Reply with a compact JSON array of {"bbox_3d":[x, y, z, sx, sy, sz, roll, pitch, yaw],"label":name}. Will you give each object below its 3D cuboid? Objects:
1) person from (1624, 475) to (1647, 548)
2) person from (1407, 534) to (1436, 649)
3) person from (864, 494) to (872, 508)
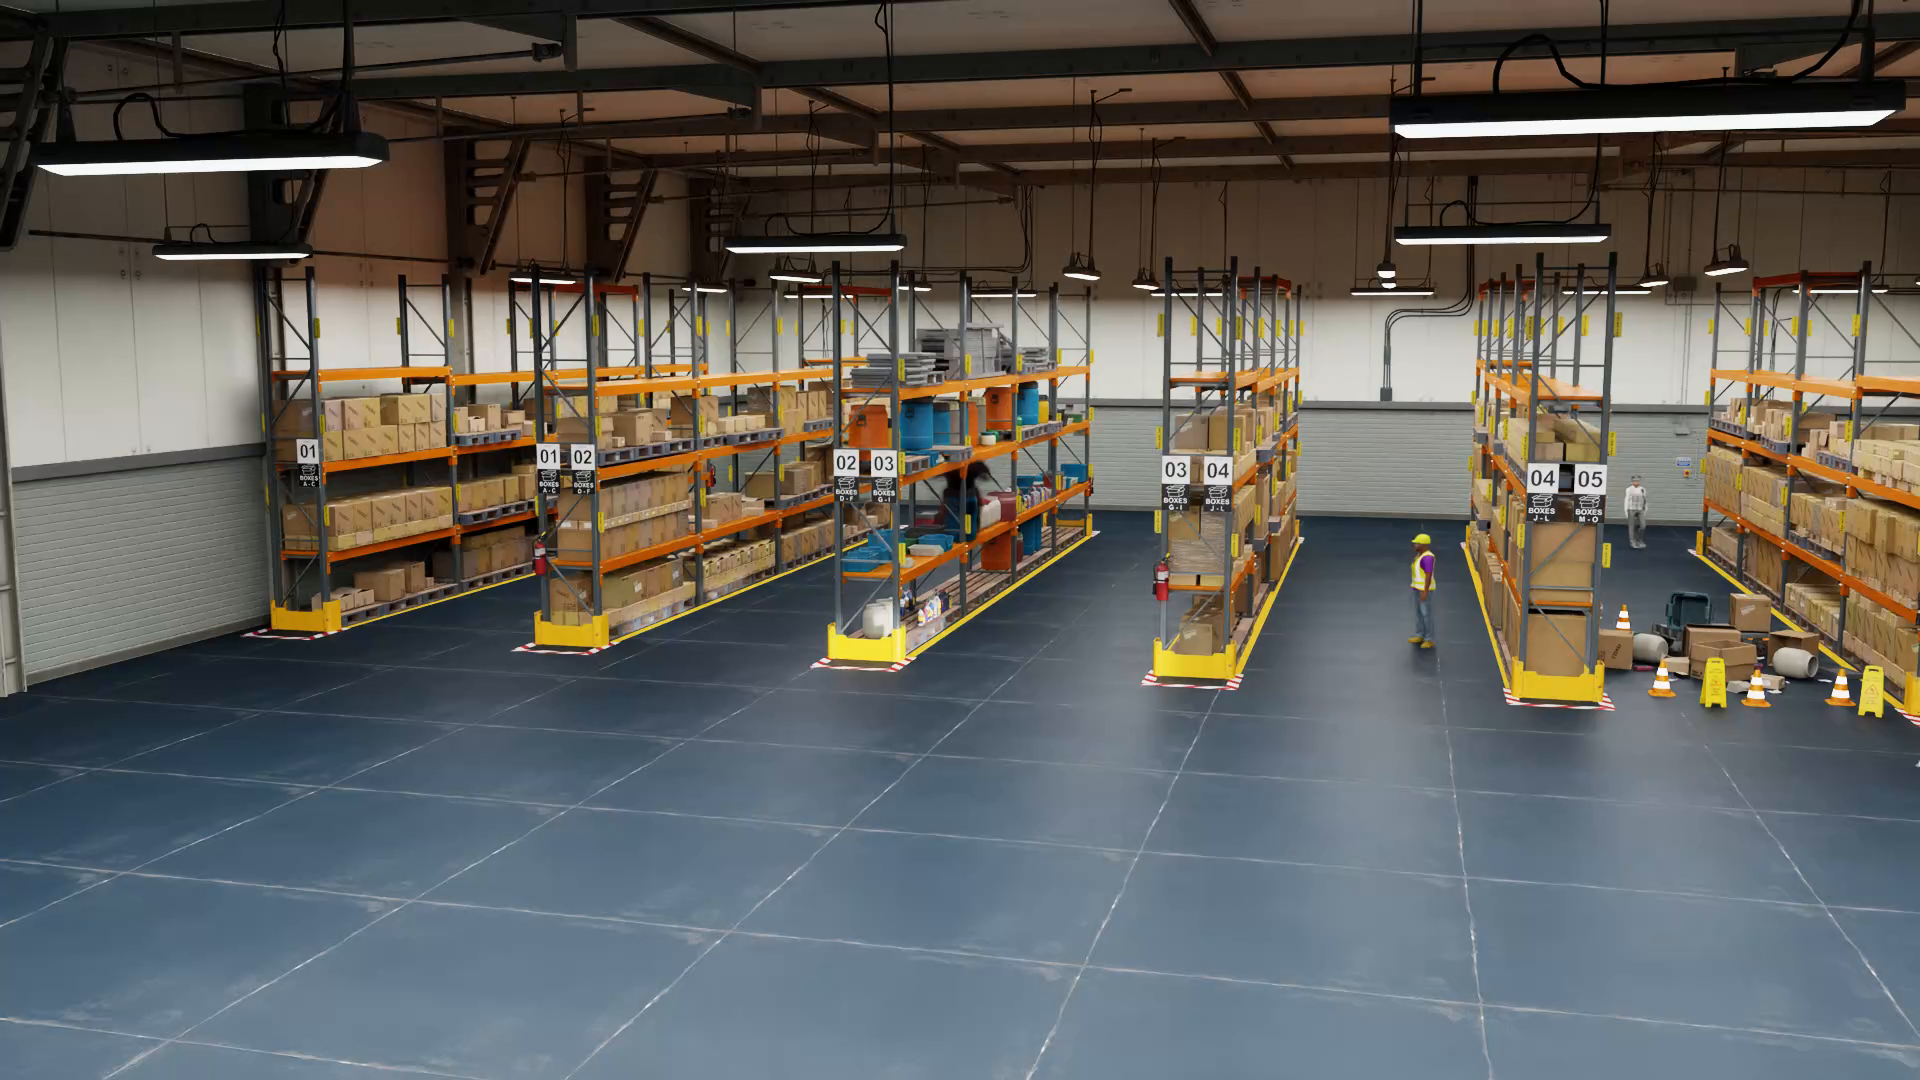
[{"bbox_3d":[15.492,-0.650,38.082,0.525,1.664,0.435,1,7,11],"label":"person"},{"bbox_3d":[7.340,0.800,26.364,0.379,1.799,0.577,-2,8,-16],"label":"person"},{"bbox_3d":[-2.178,-1.448,43.927,0.584,1.749,0.807,-5,9,-37],"label":"person"}]
